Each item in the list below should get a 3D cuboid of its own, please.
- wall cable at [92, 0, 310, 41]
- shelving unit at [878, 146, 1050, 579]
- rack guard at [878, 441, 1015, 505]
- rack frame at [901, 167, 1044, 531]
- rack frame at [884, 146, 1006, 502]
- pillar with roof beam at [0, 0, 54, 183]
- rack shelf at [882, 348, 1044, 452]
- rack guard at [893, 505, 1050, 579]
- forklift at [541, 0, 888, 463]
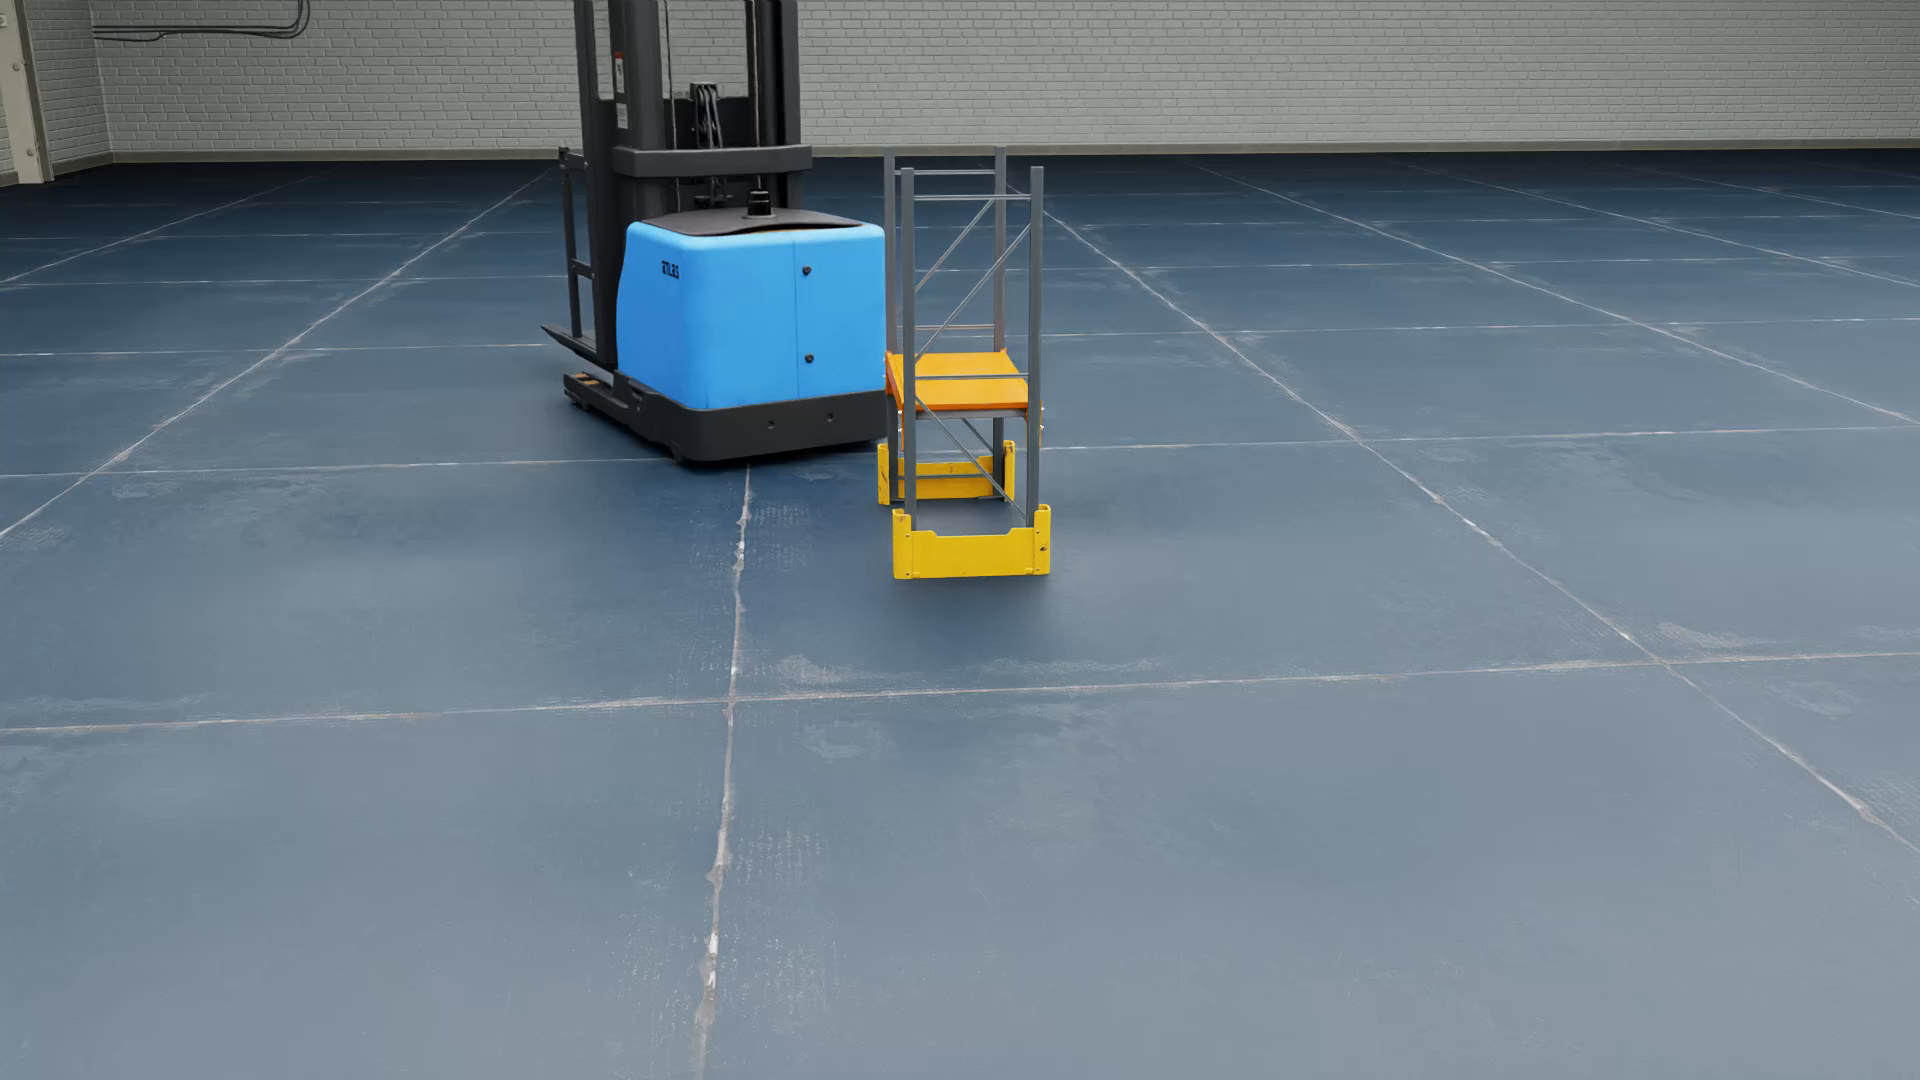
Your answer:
[{"bbox_3d":[-10.812,-8.312,23.313,3.097,2.526,0.112,-2,18,-6],"label":"wall cable"},{"bbox_3d":[-0.008,-0.738,6.525,0.587,1.500,1.083,-2,18,-6],"label":"shelving unit"},{"bbox_3d":[-0.059,-0.290,7.185,0.587,0.250,0.087,-2,18,-6],"label":"rack guard"},{"bbox_3d":[0.044,-0.590,6.051,0.500,1.500,0.032,-2,18,-6],"label":"rack frame"},{"bbox_3d":[-0.061,-0.892,7.016,0.500,1.500,0.032,-2,18,-6],"label":"rack frame"},{"bbox_3d":[-7.541,-9.008,20.346,9.100,9.000,0.400,-2,18,-6],"label":"pillar with roof beam"},{"bbox_3d":[-0.009,-0.569,6.587,0.538,0.185,1.000,-2,18,-6],"label":"rack shelf"},{"bbox_3d":[0.043,0.006,6.239,0.587,0.250,0.087,-2,18,-6],"label":"rack guard"},{"bbox_3d":[-1.497,-2.147,8.623,1.130,2.935,3.031,-10,20,-28],"label":"forklift"}]
